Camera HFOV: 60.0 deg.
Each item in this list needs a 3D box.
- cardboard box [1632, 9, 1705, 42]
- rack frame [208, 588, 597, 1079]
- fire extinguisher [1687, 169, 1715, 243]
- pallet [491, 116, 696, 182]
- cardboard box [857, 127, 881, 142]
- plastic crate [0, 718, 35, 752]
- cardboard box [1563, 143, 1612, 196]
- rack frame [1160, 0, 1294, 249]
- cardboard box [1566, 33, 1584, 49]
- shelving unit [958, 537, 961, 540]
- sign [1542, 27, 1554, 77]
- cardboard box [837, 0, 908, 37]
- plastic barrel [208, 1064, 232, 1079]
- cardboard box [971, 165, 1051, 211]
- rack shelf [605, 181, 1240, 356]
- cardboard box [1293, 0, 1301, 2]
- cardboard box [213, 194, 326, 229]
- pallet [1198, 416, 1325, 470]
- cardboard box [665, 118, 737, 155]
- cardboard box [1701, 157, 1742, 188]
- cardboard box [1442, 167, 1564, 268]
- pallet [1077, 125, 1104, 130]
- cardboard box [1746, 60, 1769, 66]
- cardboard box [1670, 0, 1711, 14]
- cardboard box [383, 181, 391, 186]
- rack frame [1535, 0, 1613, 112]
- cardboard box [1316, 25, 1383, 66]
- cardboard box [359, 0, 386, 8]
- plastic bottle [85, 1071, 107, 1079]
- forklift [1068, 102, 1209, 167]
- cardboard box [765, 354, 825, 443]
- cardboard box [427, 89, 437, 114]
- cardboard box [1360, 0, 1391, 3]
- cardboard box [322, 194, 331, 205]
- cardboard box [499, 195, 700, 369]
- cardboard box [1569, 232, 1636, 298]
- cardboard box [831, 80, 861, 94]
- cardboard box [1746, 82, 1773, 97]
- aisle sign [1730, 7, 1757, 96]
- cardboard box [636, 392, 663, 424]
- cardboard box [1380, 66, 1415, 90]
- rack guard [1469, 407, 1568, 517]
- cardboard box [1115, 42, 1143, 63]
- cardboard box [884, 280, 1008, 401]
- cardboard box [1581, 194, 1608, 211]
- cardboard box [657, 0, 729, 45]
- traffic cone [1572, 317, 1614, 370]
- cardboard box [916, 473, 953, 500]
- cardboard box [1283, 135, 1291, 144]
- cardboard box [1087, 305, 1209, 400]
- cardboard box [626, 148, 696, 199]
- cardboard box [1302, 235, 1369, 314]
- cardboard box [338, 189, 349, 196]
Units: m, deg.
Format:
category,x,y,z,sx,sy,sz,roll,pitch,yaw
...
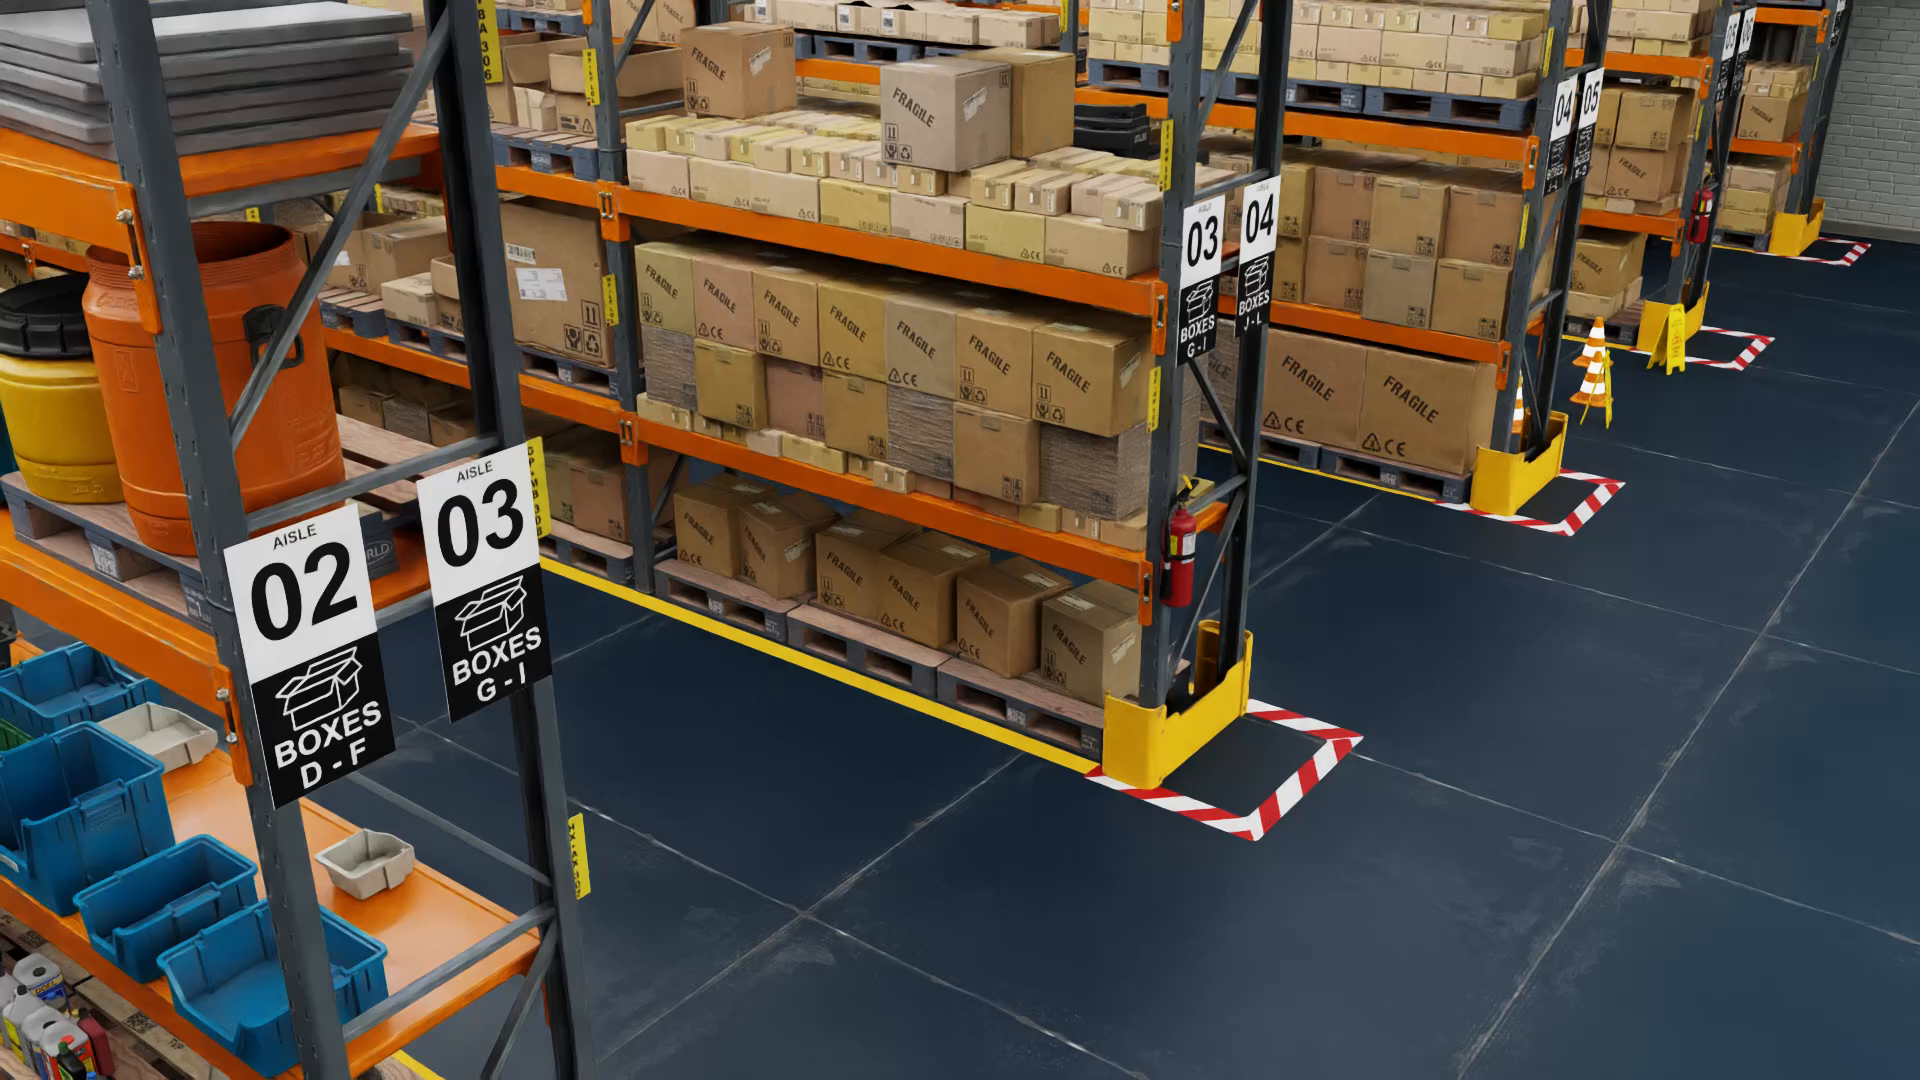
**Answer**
category,x,y,z,sx,sy,sz,roll,pitch,yaw
cardboard box,6.689,-4.875,15.690,0.500,0.250,0.500,16,29,33
rack frame,-1.654,1.398,5.358,0.127,3.000,1.000,17,29,33
fire extinguisher,7.075,-3.186,15.857,0.183,0.674,0.296,17,29,33
pallet,-2.314,-2.638,11.030,1.003,0.211,1.213,17,29,33
cardboard box,-0.393,-2.352,9.839,0.250,0.149,0.380,18,30,36
plastic crate,-3.938,0.947,6.644,0.662,0.188,0.450,17,29,33
cardboard box,6.263,-3.745,16.536,0.500,0.500,0.500,17,29,33
rack frame,1.317,-2.946,7.775,0.127,3.000,1.000,17,29,33
cardboard box,6.005,-4.904,16.251,0.250,0.149,0.380,17,29,33
shelving unit,-0.132,-0.589,12.099,0.503,1.200,0.258,17,29,33
sign,4.036,-3.346,11.404,0.005,0.325,0.100,17,29,33
cardboard box,-0.770,-4.789,15.145,0.500,0.311,0.500,16,29,32
plastic barrel,-2.627,2.088,6.355,0.421,0.512,0.421,0,24,0
cardboard box,0.270,-1.838,8.673,0.250,0.149,0.380,17,29,34
rack shelf,-0.284,-1.728,9.623,4.000,0.370,1.077,17,29,33
cardboard box,2.476,-4.039,12.653,0.250,0.149,0.380,17,29,33
cardboard box,-5.660,-2.822,13.566,0.637,0.503,0.797,18,29,35
pallet,2.713,-0.963,14.175,1.213,0.211,1.003,17,29,33
cardboard box,-1.555,-2.434,10.025,0.250,0.149,0.380,15,28,31
cardboard box,9.266,-4.524,20.447,0.500,0.250,0.500,17,29,34
cardboard box,4.098,-2.441,12.545,0.550,0.550,0.875,17,29,33
pallet,1.493,-5.107,20.358,1.003,0.211,1.213,17,29,33
cardboard box,9.684,-5.762,20.311,0.250,0.149,0.380,17,29,34
cardboard box,6.812,-5.007,15.496,0.250,0.149,0.380,17,29,34
cardboard box,-7.236,-4.575,21.190,0.250,0.149,0.380,16,28,31
rack frame,4.372,-4.522,11.352,0.127,3.000,1.000,17,29,33
cardboard box,3.012,-3.725,12.437,0.500,0.250,0.500,17,29,33
cardboard box,-6.584,-6.261,19.205,0.500,0.250,0.500,16,29,33
plastic bottle,-3.386,2.174,6.520,0.097,0.201,0.097,0,24,0
forklift,1.260,-2.085,13.347,1.130,2.935,3.031,15,28,31
cardboard box,-0.722,-1.000,10.307,0.500,0.500,0.875,17,29,33
cardboard box,-3.445,-3.047,11.493,0.250,0.166,0.380,16,28,32
cardboard box,3.280,-4.128,12.856,0.250,0.149,0.380,16,29,33
cardboard box,-7.980,-4.375,21.106,0.250,0.149,0.380,17,29,33
cardboard box,-2.436,-1.872,11.513,1.000,1.000,1.000,17,29,34
cardboard box,6.463,-2.784,16.809,0.500,0.500,0.500,17,29,34
cardboard box,-1.337,-6.015,21.747,0.500,0.250,0.500,17,29,34
cardboard box,9.566,-5.388,19.831,0.250,0.149,0.380,17,29,34
aisle sign,7.496,-4.672,15.910,0.004,0.787,0.394,17,29,33
cardboard box,-1.893,-0.904,10.892,0.250,0.149,0.380,17,29,33
cardboard box,3.294,-3.427,12.255,0.250,0.149,0.380,17,29,34
rack guard,4.391,-0.627,13.052,0.348,0.500,1.175,17,29,33
cardboard box,1.467,-3.979,13.508,0.250,0.149,0.380,17,29,34
cardboard box,-0.074,-1.134,9.370,0.500,0.500,0.500,17,29,33
cardboard box,6.371,-3.399,16.555,0.250,0.149,0.380,16,29,32
cardboard box,-2.639,-5.185,16.454,0.500,0.500,0.500,17,29,33
traffic cone,6.142,-1.925,16.044,0.334,0.463,0.336,17,29,33
cardboard box,-0.045,-0.385,9.715,0.250,0.149,0.380,17,29,33
cardboard box,3.482,-4.478,18.483,0.250,0.149,0.380,17,29,34
cardboard box,1.040,-1.061,9.204,0.500,0.500,0.500,17,29,33
cardboard box,-1.678,-2.280,10.171,0.500,0.250,0.500,16,28,31
cardboard box,3.222,-2.222,13.387,0.550,0.550,0.875,17,29,33
cardboard box,-7.550,-4.405,20.806,0.250,0.149,0.380,15,28,31
